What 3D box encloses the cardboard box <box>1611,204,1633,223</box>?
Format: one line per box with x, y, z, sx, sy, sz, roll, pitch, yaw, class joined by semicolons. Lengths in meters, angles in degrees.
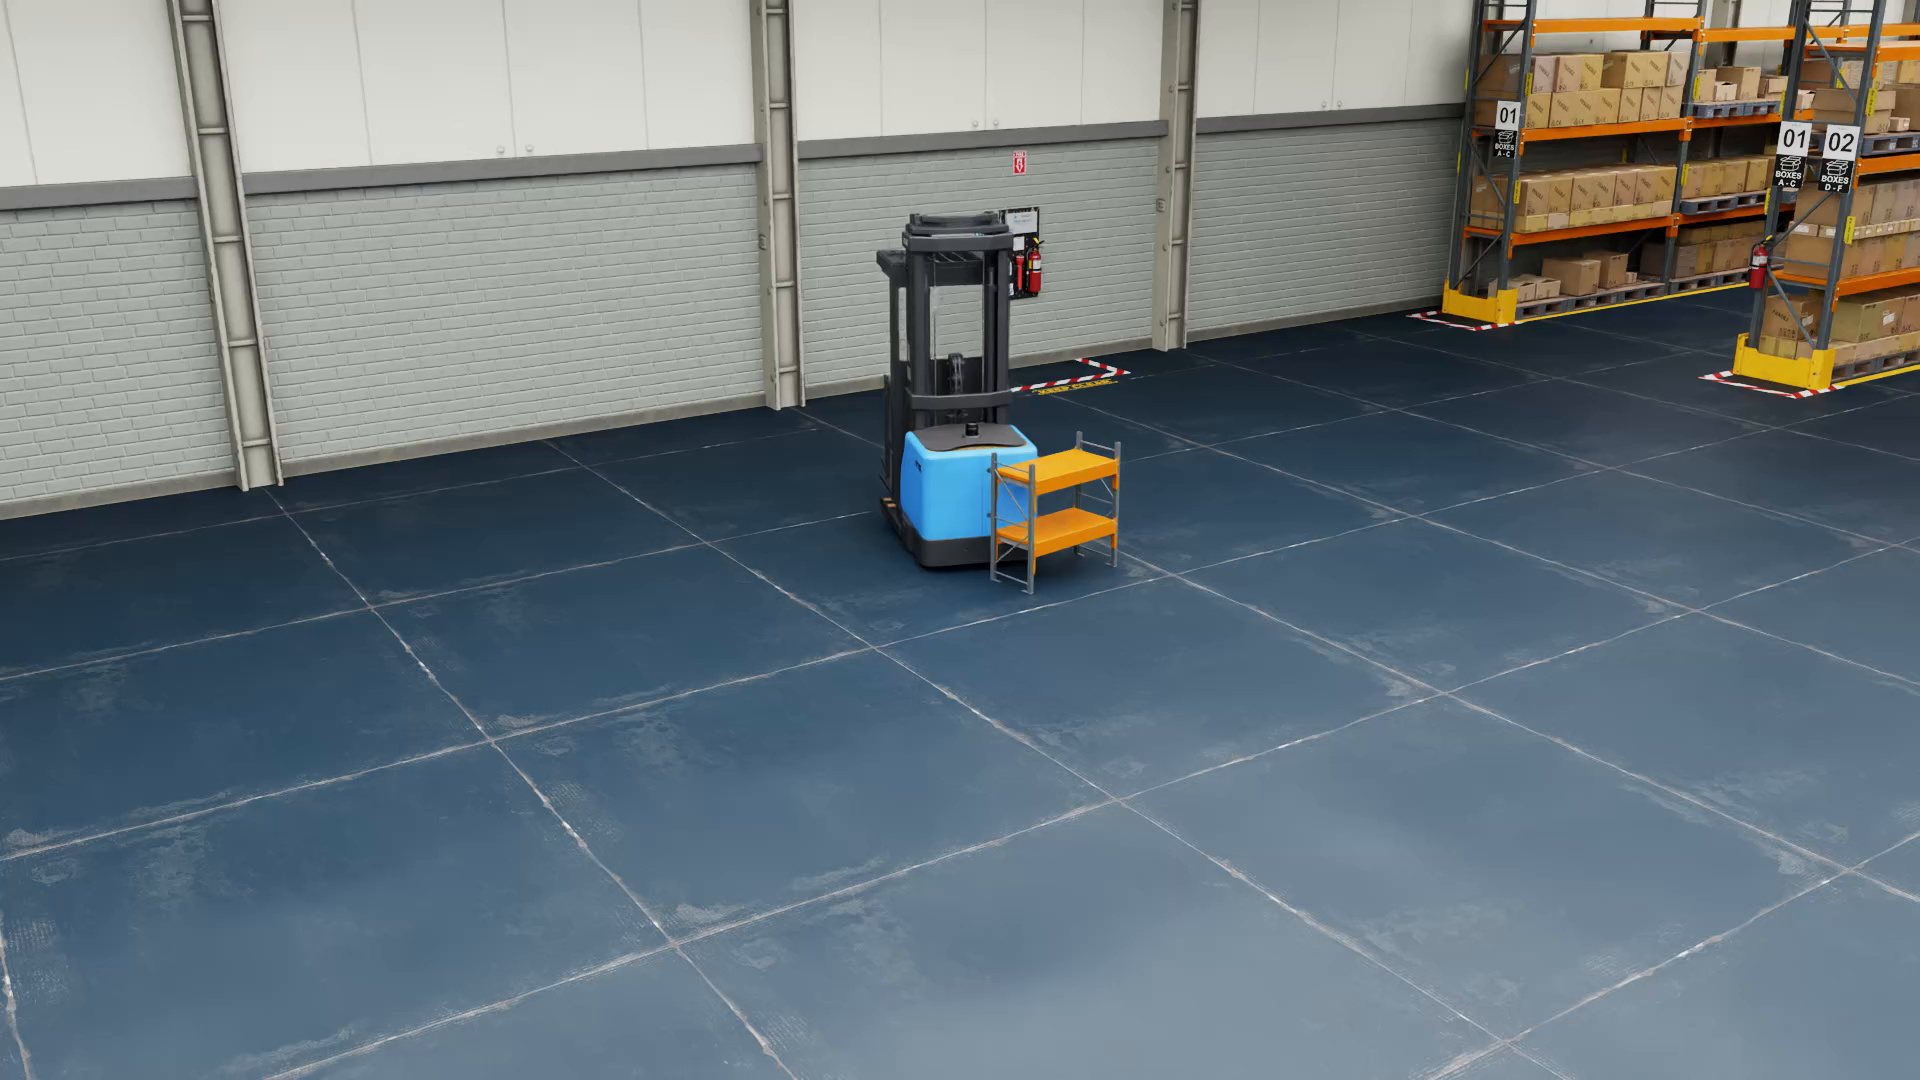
10.086;-5.102;25.855;0.500;0.250;0.500;-12;22;-32;cardboard box

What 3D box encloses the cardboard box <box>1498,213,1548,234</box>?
8.388;-4.741;24.788;0.500;0.250;0.500;-13;22;-33;cardboard box

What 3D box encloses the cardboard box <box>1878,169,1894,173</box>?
16.322;-6.696;29.717;0.500;0.500;0.500;-11;22;-30;cardboard box

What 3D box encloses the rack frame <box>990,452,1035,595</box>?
0.437;-0.139;13.899;0.032;1.125;0.500;-16;24;-39;rack frame

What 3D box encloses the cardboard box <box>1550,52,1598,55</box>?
9.320;-7.166;25.324;0.500;0.500;0.500;-12;22;-31;cardboard box

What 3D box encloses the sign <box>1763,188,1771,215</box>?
10.247;-4.286;21.060;0.005;0.325;0.100;-12;22;-31;sign

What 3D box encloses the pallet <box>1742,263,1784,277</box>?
13.834;-4.753;28.973;1.213;0.211;1.003;-12;22;-31;pallet

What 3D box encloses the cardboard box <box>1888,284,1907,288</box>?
12.480;-3.259;22.669;0.500;0.500;0.500;-12;22;-31;cardboard box

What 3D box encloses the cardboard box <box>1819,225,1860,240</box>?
10.980;-3.843;20.761;0.250;0.149;0.380;-12;22;-32;cardboard box

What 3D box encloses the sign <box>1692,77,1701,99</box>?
11.452;-7.028;25.860;0.005;0.325;0.100;-12;22;-31;sign

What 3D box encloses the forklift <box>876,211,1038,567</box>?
-0.147;-1.593;15.380;1.130;2.935;3.031;-4;19;-12;forklift

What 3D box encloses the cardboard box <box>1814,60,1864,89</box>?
15.275;-8.096;28.981;0.500;0.500;0.700;-13;23;-34;cardboard box

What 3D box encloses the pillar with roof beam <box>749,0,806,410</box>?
0.261;-4.733;15.194;0.400;9.000;9.100;-12;22;-31;pillar with roof beam

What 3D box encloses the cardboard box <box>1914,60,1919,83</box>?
17.033;-8.466;30.078;0.500;0.500;0.700;-13;23;-34;cardboard box

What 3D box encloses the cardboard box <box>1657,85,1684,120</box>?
10.859;-6.829;25.889;0.500;0.500;0.500;-11;22;-30;cardboard box

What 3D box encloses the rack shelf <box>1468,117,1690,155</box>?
9.477;-6.234;25.441;4.000;0.370;1.077;-12;22;-31;rack shelf

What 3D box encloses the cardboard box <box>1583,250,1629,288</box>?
10.302;-4.337;26.606;0.500;0.500;0.500;-14;23;-35;cardboard box

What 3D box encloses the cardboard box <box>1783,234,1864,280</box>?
10.931;-3.603;21.064;0.500;0.500;0.700;-12;22;-31;cardboard box

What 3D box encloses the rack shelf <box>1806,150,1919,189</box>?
12.204;-4.910;21.524;4.000;0.370;1.077;-12;22;-31;rack shelf

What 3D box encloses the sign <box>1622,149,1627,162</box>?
10.839;-6.203;27.100;0.005;0.325;0.100;-12;22;-31;sign

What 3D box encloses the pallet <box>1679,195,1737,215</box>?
11.865;-5.511;27.162;1.213;0.211;1.003;-12;22;-31;pallet

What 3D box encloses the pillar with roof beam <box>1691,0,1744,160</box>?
15.294;-7.904;24.572;0.400;9.000;9.100;-12;22;-31;pillar with roof beam

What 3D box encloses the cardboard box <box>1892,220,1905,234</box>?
11.841;-4.026;21.300;0.250;0.149;0.380;-13;23;-33;cardboard box

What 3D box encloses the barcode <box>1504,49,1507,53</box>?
8.124;-7.287;24.777;0.075;0.075;0.001;-12;22;-31;barcode

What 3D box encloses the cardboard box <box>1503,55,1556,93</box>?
8.261;-6.756;24.113;0.500;0.500;0.500;-14;23;-35;cardboard box

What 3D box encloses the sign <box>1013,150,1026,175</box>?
0.758;-4.798;21.133;0.199;0.298;0.001;-12;22;-31;sign

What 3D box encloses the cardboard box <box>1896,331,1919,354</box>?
12.358;-2.672;22.104;0.500;0.250;0.500;-12;22;-31;cardboard box

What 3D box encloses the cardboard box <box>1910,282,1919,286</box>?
13.183;-3.208;22.518;0.500;0.500;0.500;-12;22;-31;cardboard box

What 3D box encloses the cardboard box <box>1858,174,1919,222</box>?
11.832;-4.410;21.425;0.500;0.500;0.700;-12;22;-31;cardboard box

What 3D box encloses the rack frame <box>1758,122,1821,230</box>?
14.488;-6.211;28.932;0.127;3.000;1.000;-12;22;-31;rack frame

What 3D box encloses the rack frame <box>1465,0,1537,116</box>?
7.806;-7.644;23.803;0.127;3.000;1.000;-12;22;-31;rack frame

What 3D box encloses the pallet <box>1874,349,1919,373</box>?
12.167;-2.516;22.357;1.213;0.211;1.003;-12;22;-31;pallet

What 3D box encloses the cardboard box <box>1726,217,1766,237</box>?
13.404;-5.366;28.478;0.500;0.250;0.500;-11;22;-30;cardboard box

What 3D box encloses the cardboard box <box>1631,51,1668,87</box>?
10.423;-7.197;25.417;0.500;0.500;0.500;-11;21;-28;cardboard box

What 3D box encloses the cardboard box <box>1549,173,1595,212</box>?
9.223;-5.273;25.190;0.500;0.500;0.500;-13;22;-33;cardboard box

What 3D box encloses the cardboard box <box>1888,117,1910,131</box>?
11.613;-5.205;20.790;0.250;0.149;0.380;-12;22;-31;cardboard box

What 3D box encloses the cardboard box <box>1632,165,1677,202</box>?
10.922;-5.634;26.258;0.500;0.500;0.500;-12;22;-32;cardboard box

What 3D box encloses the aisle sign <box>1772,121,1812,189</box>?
10.317;-4.776;20.629;0.004;0.787;0.394;-12;22;-31;aisle sign

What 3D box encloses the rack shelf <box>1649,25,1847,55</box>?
12.817;-8.170;27.109;4.000;0.370;1.077;-12;22;-31;rack shelf

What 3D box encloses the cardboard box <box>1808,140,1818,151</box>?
15.033;-6.780;28.793;0.500;0.250;0.500;-11;22;-30;cardboard box

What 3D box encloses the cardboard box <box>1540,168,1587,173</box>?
9.359;-5.502;25.868;0.500;0.500;0.500;-12;22;-31;cardboard box

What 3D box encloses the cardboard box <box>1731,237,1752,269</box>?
13.021;-4.940;28.388;0.500;0.500;0.700;-12;22;-32;cardboard box

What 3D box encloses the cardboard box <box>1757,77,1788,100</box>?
13.354;-7.487;27.830;0.637;0.503;0.797;-9;20;-24;cardboard box

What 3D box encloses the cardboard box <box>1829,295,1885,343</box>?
11.520;-2.852;21.465;0.500;0.500;0.500;-12;22;-31;cardboard box

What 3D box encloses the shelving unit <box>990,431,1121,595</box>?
0.816;-0.247;14.220;1.048;1.125;0.538;-16;24;-39;shelving unit

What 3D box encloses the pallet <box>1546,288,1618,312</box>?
9.586;-3.841;26.277;1.213;0.211;1.003;-12;22;-31;pallet

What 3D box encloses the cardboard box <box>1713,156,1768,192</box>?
13.072;-6.156;27.926;0.500;0.500;0.700;-12;22;-31;cardboard box

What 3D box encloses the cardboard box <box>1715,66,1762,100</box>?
12.677;-7.466;27.149;0.500;0.500;0.500;-13;23;-33;cardboard box

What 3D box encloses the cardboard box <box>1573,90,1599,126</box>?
9.123;-6.449;24.766;0.500;0.500;0.500;-11;21;-29;cardboard box
